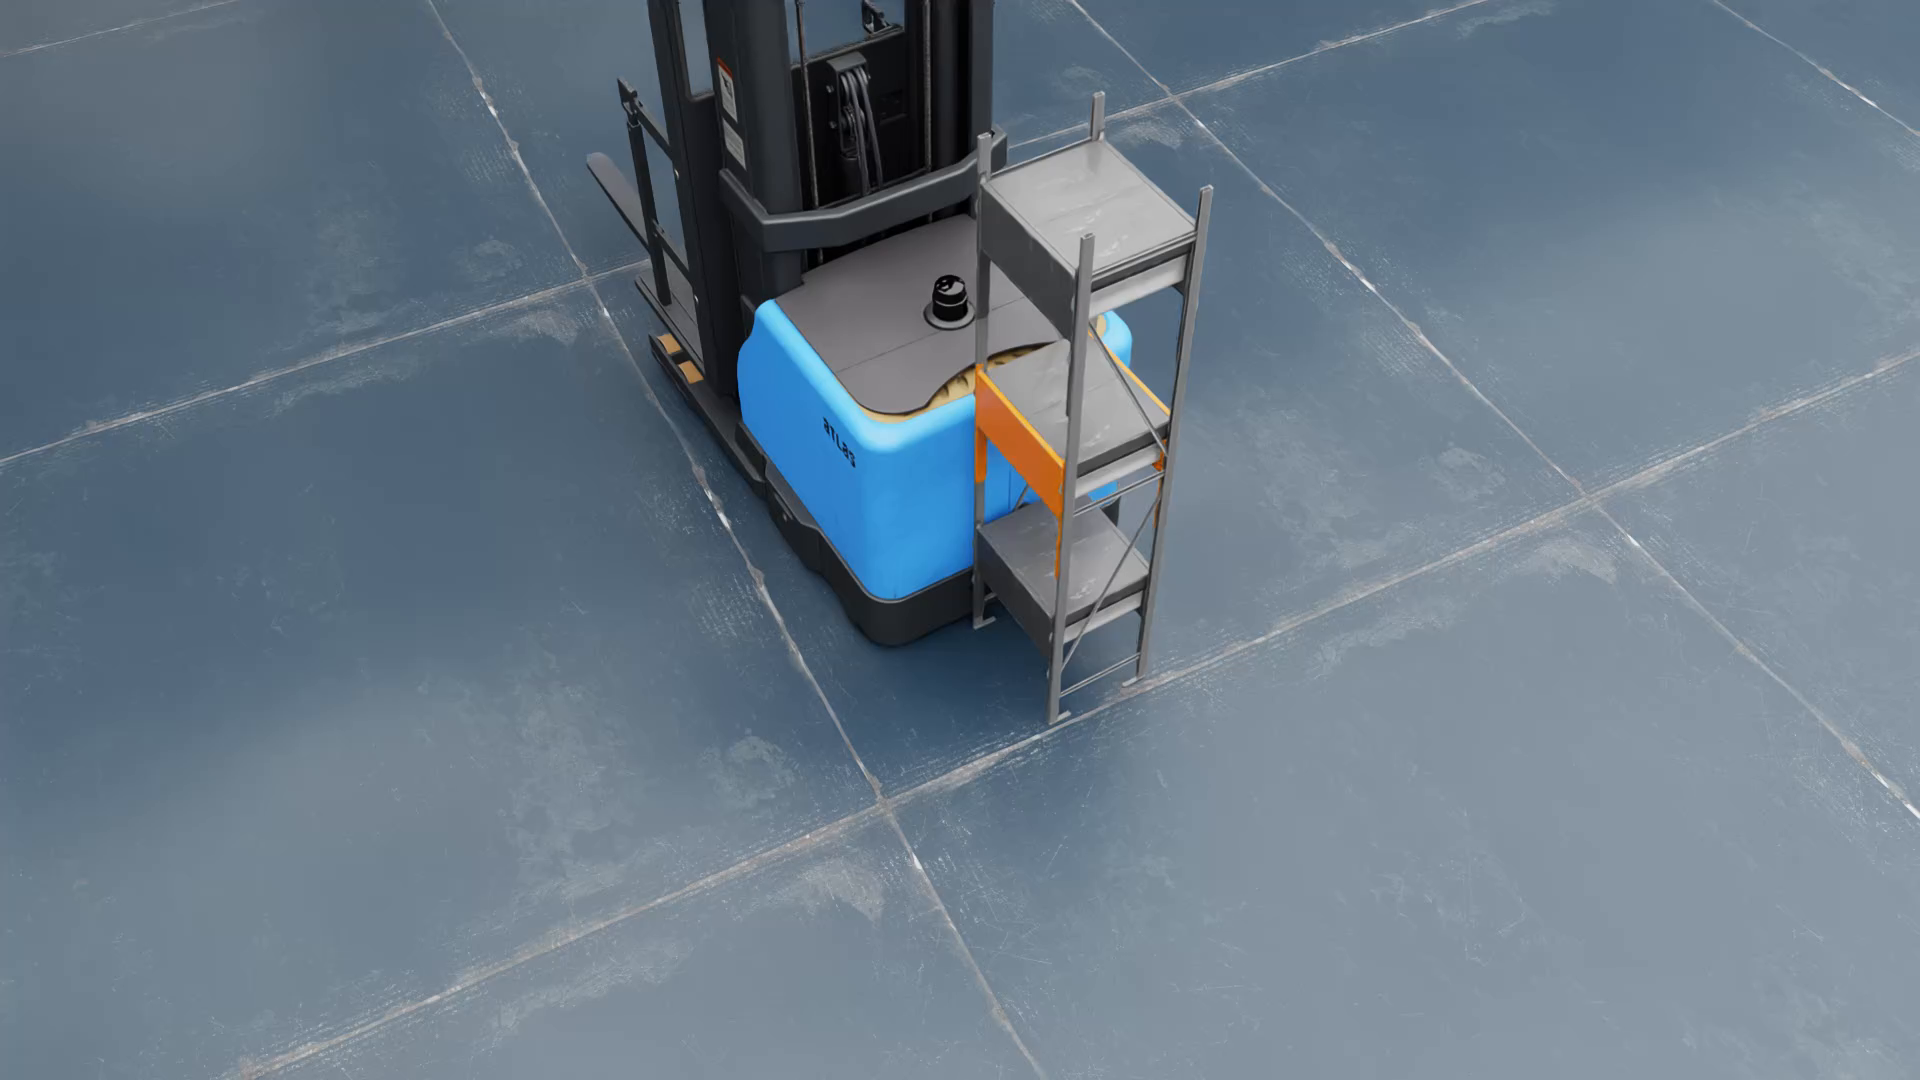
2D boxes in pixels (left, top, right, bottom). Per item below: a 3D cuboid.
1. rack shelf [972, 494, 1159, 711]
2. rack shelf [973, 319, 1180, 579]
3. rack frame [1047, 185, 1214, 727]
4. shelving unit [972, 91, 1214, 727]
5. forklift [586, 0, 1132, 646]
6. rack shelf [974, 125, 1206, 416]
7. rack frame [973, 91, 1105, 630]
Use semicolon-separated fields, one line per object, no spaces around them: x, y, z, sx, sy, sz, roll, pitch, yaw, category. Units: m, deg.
0.347;0.177;5.648;0.431;0.518;0.480;-24;53;-20;rack shelf
0.347;-0.284;5.121;0.431;0.518;0.480;-24;53;-20;rack shelf
0.473;-0.135;4.973;0.400;2.100;0.015;-24;53;-20;rack frame
0.347;-0.293;5.111;0.431;2.100;0.503;-24;53;-20;shelving unit
-0.611;-1.696;5.786;1.130;2.935;3.031;-24;53;-20;forklift
0.347;-0.744;4.594;0.431;0.518;0.480;-24;53;-20;rack shelf
0.221;-0.450;5.248;0.400;2.100;0.015;-24;53;-20;rack frame
